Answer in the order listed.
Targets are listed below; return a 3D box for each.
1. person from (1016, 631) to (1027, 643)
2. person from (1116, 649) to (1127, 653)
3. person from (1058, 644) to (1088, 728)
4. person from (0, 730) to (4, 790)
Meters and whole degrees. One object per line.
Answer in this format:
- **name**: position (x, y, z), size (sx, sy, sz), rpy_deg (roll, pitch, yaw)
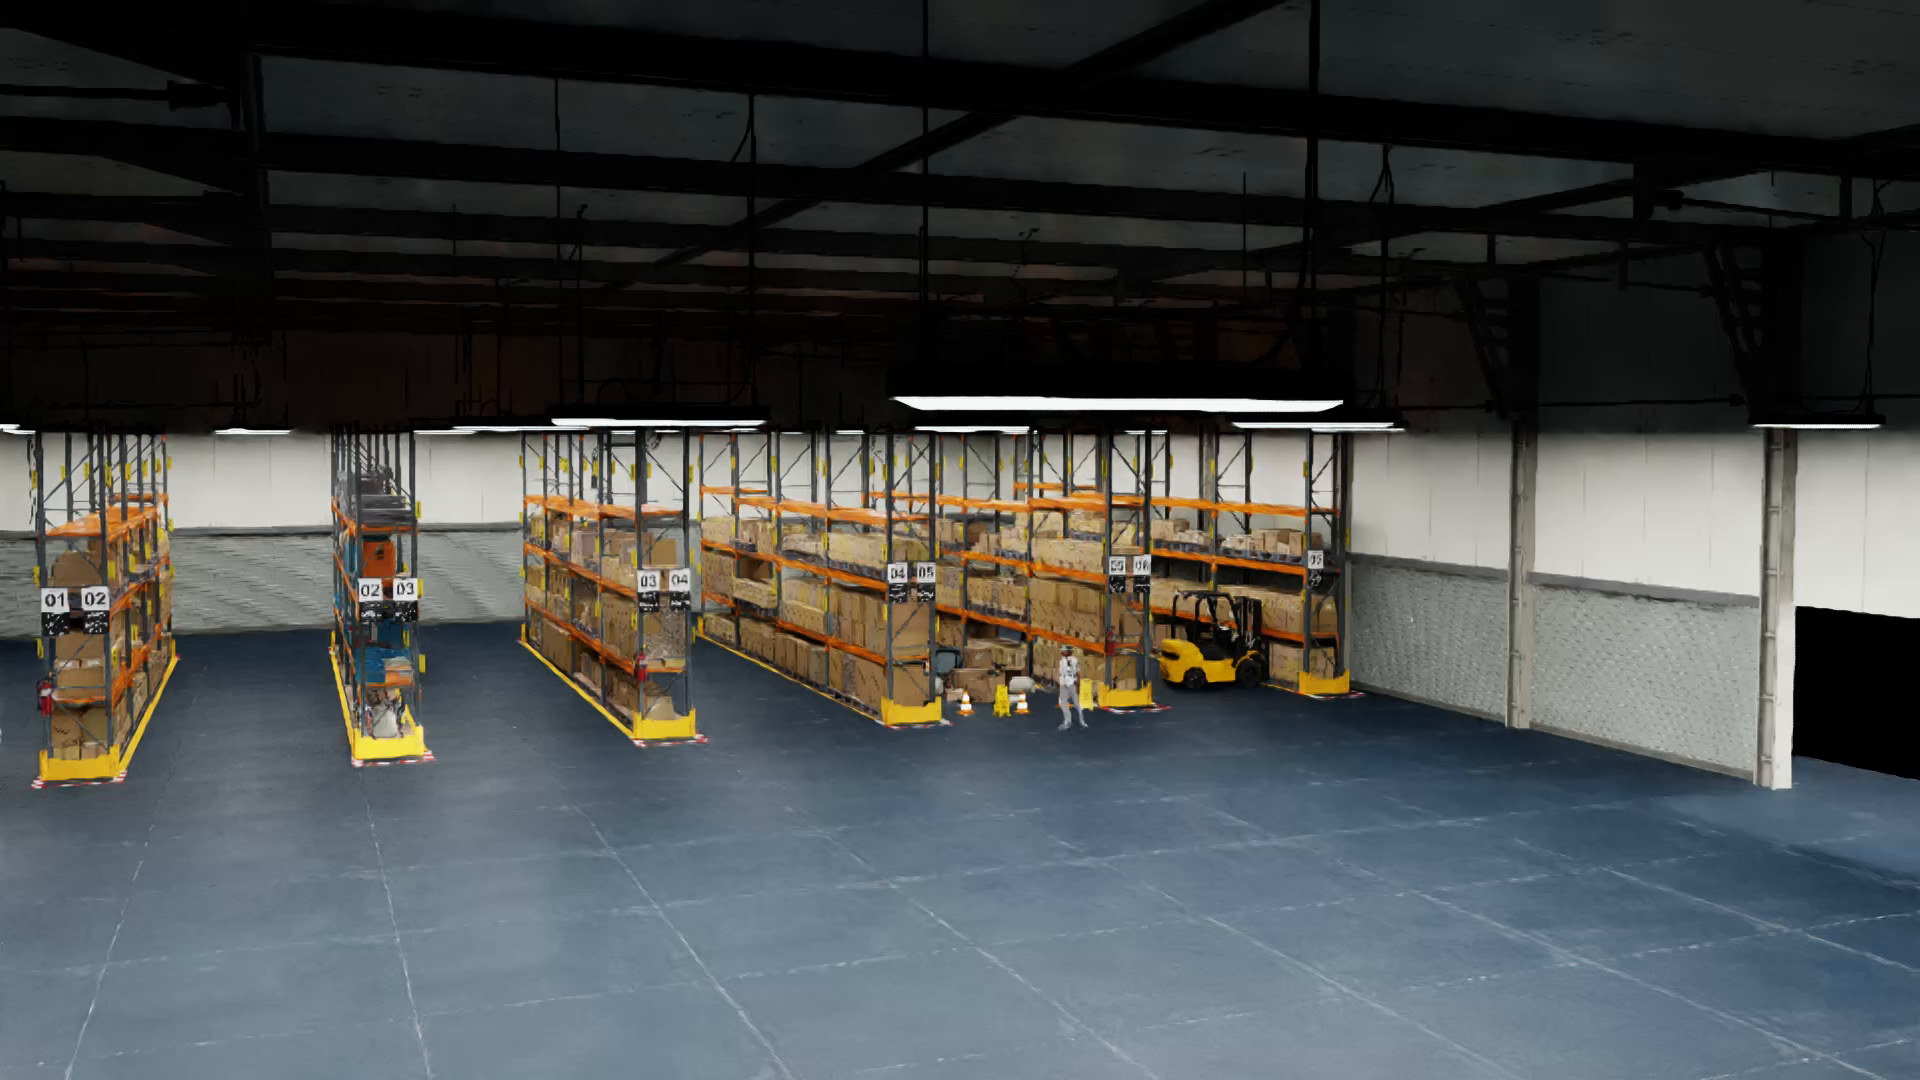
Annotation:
- **person**: position (1.734, 2.061, 45.668), size (0.522, 1.591, 0.523), rpy_deg (0, 4, 7)
- **person**: position (3.730, 2.380, 38.965), size (0.489, 1.787, 0.608), rpy_deg (1, 4, 9)
- **person**: position (2.203, 2.859, 32.670), size (0.570, 1.666, 0.519), rpy_deg (3, 5, 41)
- **person**: position (-15.777, 3.171, 26.669), size (0.498, 1.778, 0.741), rpy_deg (2, 4, 25)
